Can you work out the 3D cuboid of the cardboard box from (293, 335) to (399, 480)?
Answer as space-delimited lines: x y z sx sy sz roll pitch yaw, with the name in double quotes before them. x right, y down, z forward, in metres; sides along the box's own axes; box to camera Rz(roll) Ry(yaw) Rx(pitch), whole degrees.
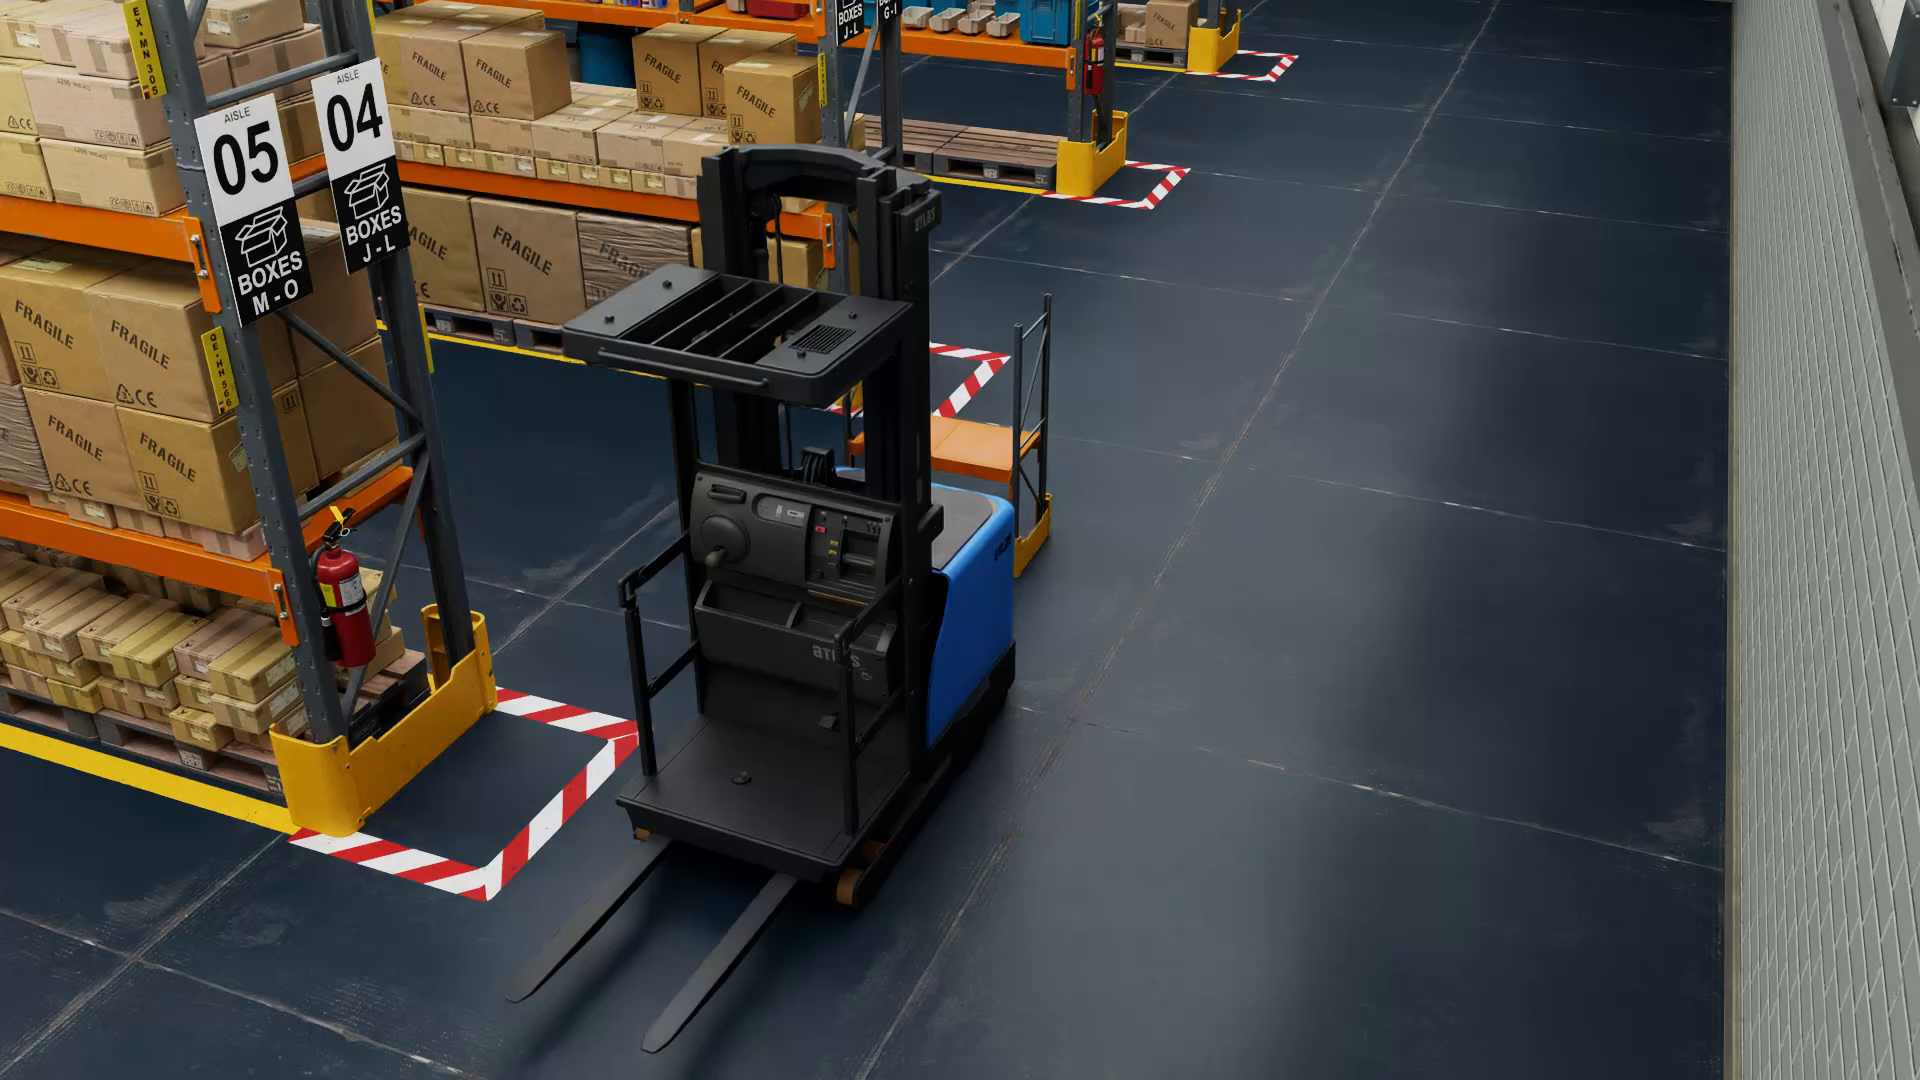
"cardboard box" -2.907 -0.636 7.424 0.500 0.500 0.500 13 32 21

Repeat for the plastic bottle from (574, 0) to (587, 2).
"plastic bottle" -3.773 -5.528 16.608 0.135 0.276 0.152 11 31 19

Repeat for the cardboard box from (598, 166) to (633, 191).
"cardboard box" -2.277 -2.540 11.450 0.250 0.149 0.380 11 31 19

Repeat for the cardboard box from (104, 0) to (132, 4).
"cardboard box" -3.263 -2.189 6.765 0.250 0.149 0.380 11 31 19

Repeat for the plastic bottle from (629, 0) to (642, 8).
"plastic bottle" -3.199 -5.392 16.360 0.133 0.283 0.061 11 31 19

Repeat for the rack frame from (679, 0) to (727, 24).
"rack frame" -2.481 -5.496 16.424 0.127 3.000 1.000 11 31 19

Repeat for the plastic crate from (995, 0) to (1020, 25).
"plastic crate" 0.511 -5.026 15.703 0.300 0.233 0.416 11 31 19

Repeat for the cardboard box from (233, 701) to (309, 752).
"cardboard box" -3.161 0.802 7.754 0.250 0.149 0.380 12 32 20

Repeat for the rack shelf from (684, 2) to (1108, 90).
"rack shelf" -0.627 -4.812 15.947 4.000 0.370 1.077 11 31 19

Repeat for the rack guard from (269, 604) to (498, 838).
"rack guard" -2.665 0.820 7.792 0.348 0.500 1.175 11 31 19

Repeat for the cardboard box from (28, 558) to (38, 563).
"cardboard box" -4.700 0.122 8.654 0.250 0.149 0.380 10 31 17

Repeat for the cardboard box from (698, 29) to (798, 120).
"cardboard box" -1.443 -3.192 11.437 0.500 0.500 0.500 11 31 18

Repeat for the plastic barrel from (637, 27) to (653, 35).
"plastic barrel" -2.978 -4.873 17.029 0.708 0.901 0.600 11 31 19

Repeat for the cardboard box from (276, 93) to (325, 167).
"cardboard box" -2.915 -1.695 6.804 0.500 0.250 0.500 12 32 21

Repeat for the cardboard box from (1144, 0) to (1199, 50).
"cardboard box" 2.495 -6.105 19.596 0.500 0.500 0.500 11 31 19

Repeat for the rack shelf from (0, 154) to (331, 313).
"rack shelf" -4.448 -1.617 7.245 4.000 0.370 1.077 11 31 19

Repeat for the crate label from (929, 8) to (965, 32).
"crate label" -0.128 -4.836 15.464 0.243 0.136 0.396 11 31 19

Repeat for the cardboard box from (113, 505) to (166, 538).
"cardboard box" -3.457 -0.179 7.274 0.250 0.149 0.380 11 31 19

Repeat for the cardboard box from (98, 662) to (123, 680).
"cardboard box" -3.884 0.515 7.959 0.250 0.149 0.380 11 31 19

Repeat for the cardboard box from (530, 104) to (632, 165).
"cardboard box" -2.611 -2.813 11.528 0.500 0.250 0.500 11 31 19

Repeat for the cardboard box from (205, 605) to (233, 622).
"cardboard box" -3.476 0.379 8.199 0.250 0.149 0.380 12 32 20

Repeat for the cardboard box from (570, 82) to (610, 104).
"cardboard box" -2.881 -3.150 12.125 0.500 0.250 0.500 12 32 20

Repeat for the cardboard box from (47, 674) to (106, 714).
"cardboard box" -4.143 0.654 8.015 0.250 0.149 0.380 10 31 17

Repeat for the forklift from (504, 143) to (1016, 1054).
"forklift" -0.790 0.028 6.721 1.130 2.935 3.031 12 32 21

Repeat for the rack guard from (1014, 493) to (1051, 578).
"rack guard" 0.391 -0.031 9.550 0.087 0.250 0.587 11 31 19

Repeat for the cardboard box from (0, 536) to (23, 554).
"cardboard box" -4.892 -0.084 8.717 0.250 0.149 0.380 10 31 17

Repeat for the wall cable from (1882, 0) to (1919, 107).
"wall cable" 3.308 -3.892 4.221 0.120 5.999 2.277 11 31 19

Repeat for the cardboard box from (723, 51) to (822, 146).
"cardboard box" -1.186 -2.858 10.846 0.500 0.500 0.500 12 32 20

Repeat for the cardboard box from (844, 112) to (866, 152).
"cardboard box" -0.979 -2.773 11.458 0.500 0.250 0.500 10 31 18

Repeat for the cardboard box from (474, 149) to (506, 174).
"cardboard box" -3.224 -2.729 11.786 0.250 0.149 0.380 11 31 18

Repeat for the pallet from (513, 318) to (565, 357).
"pallet" -2.533 -1.622 12.405 1.213 0.211 1.003 11 31 19

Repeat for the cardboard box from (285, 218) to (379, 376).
"cardboard box" -2.911 -1.067 7.169 0.500 0.500 0.500 11 31 19

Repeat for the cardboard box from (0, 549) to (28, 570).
"cardboard box" -4.835 0.200 8.213 0.250 0.149 0.380 10 31 17

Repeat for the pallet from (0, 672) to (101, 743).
"pallet" -4.531 0.553 8.558 1.213 0.211 1.003 11 31 19

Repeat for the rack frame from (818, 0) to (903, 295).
"rack frame" -0.636 -2.497 11.120 0.127 3.000 1.000 11 31 19

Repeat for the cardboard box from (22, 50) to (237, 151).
"cardboard box" -3.117 -1.682 6.273 0.500 0.250 0.500 10 31 18

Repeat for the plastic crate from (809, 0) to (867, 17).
"plastic crate" -1.135 -5.104 15.790 0.530 0.282 0.437 11 31 19

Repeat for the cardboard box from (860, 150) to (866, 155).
"cardboard box" -0.841 -2.604 11.564 0.250 0.149 0.380 12 32 20

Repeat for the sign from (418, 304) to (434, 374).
"sign" -2.391 -0.879 7.376 0.005 0.325 0.100 11 31 19

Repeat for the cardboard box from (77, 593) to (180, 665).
"cardboard box" -3.896 0.423 7.819 0.250 0.149 0.380 10 31 17

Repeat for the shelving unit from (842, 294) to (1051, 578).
"shelving unit" -0.071 -0.667 9.406 1.083 1.500 0.587 11 31 19

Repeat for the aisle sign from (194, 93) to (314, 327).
"aisle sign" -2.640 -1.236 6.246 0.004 0.787 0.394 11 31 19

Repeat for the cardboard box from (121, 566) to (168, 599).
"cardboard box" -3.953 0.128 8.341 0.250 0.149 0.380 13 32 21

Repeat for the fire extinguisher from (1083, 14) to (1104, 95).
"fire extinguisher" 1.195 -4.324 14.810 0.183 0.674 0.296 11 31 19

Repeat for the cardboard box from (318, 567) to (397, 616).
"cardboard box" -2.952 0.293 8.049 0.250 0.149 0.380 10 31 17

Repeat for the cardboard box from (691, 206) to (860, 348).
"cardboard box" -1.259 -1.837 11.684 0.875 0.875 0.875 11 31 19

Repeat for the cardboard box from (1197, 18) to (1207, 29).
"cardboard box" 2.833 -6.198 20.117 0.250 0.149 0.380 11 31 19

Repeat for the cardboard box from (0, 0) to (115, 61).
"cardboard box" -3.443 -1.951 6.344 0.250 0.149 0.380 10 31 18
